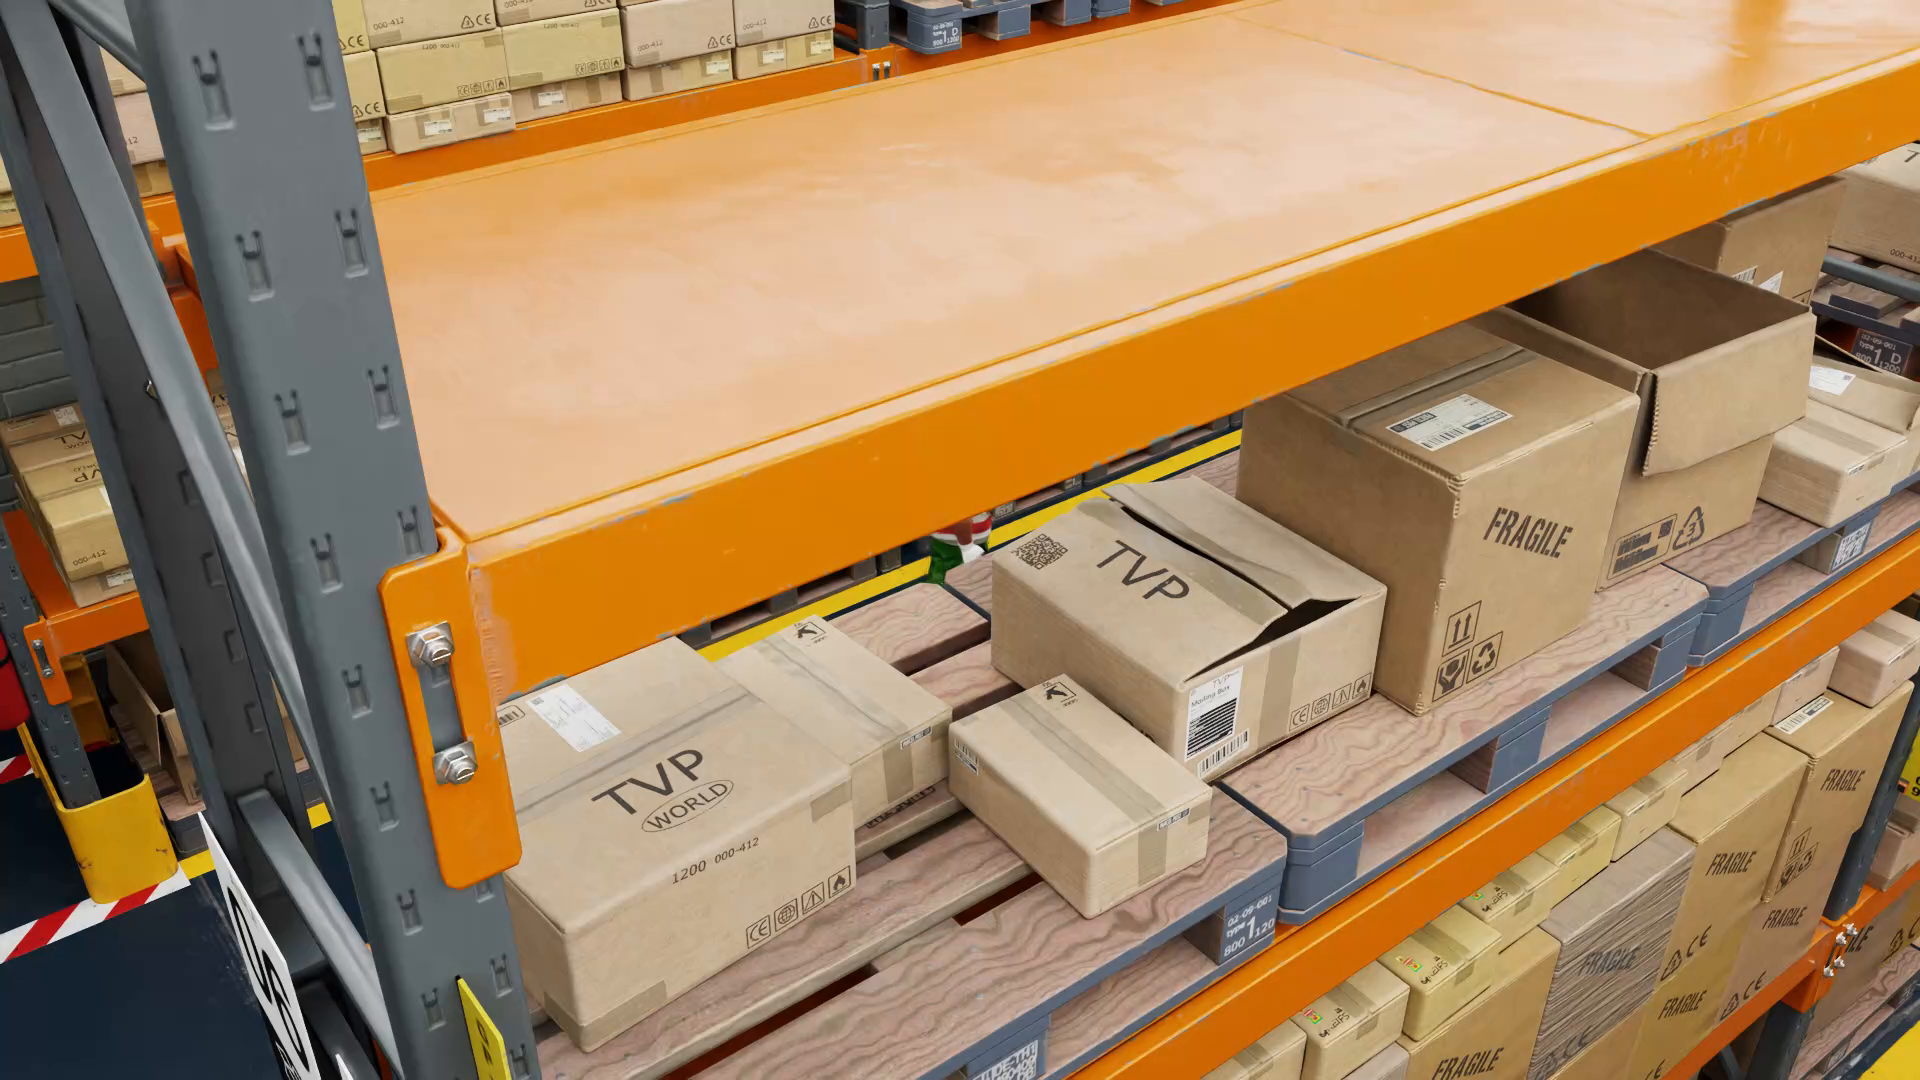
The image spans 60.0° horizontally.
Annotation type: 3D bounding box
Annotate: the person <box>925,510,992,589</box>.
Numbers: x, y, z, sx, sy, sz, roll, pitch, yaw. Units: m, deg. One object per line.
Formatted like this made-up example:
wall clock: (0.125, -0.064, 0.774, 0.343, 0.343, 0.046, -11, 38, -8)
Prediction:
person: (-0.048, -0.056, 7.707, 0.574, 1.779, 0.569, -4, 32, -6)
